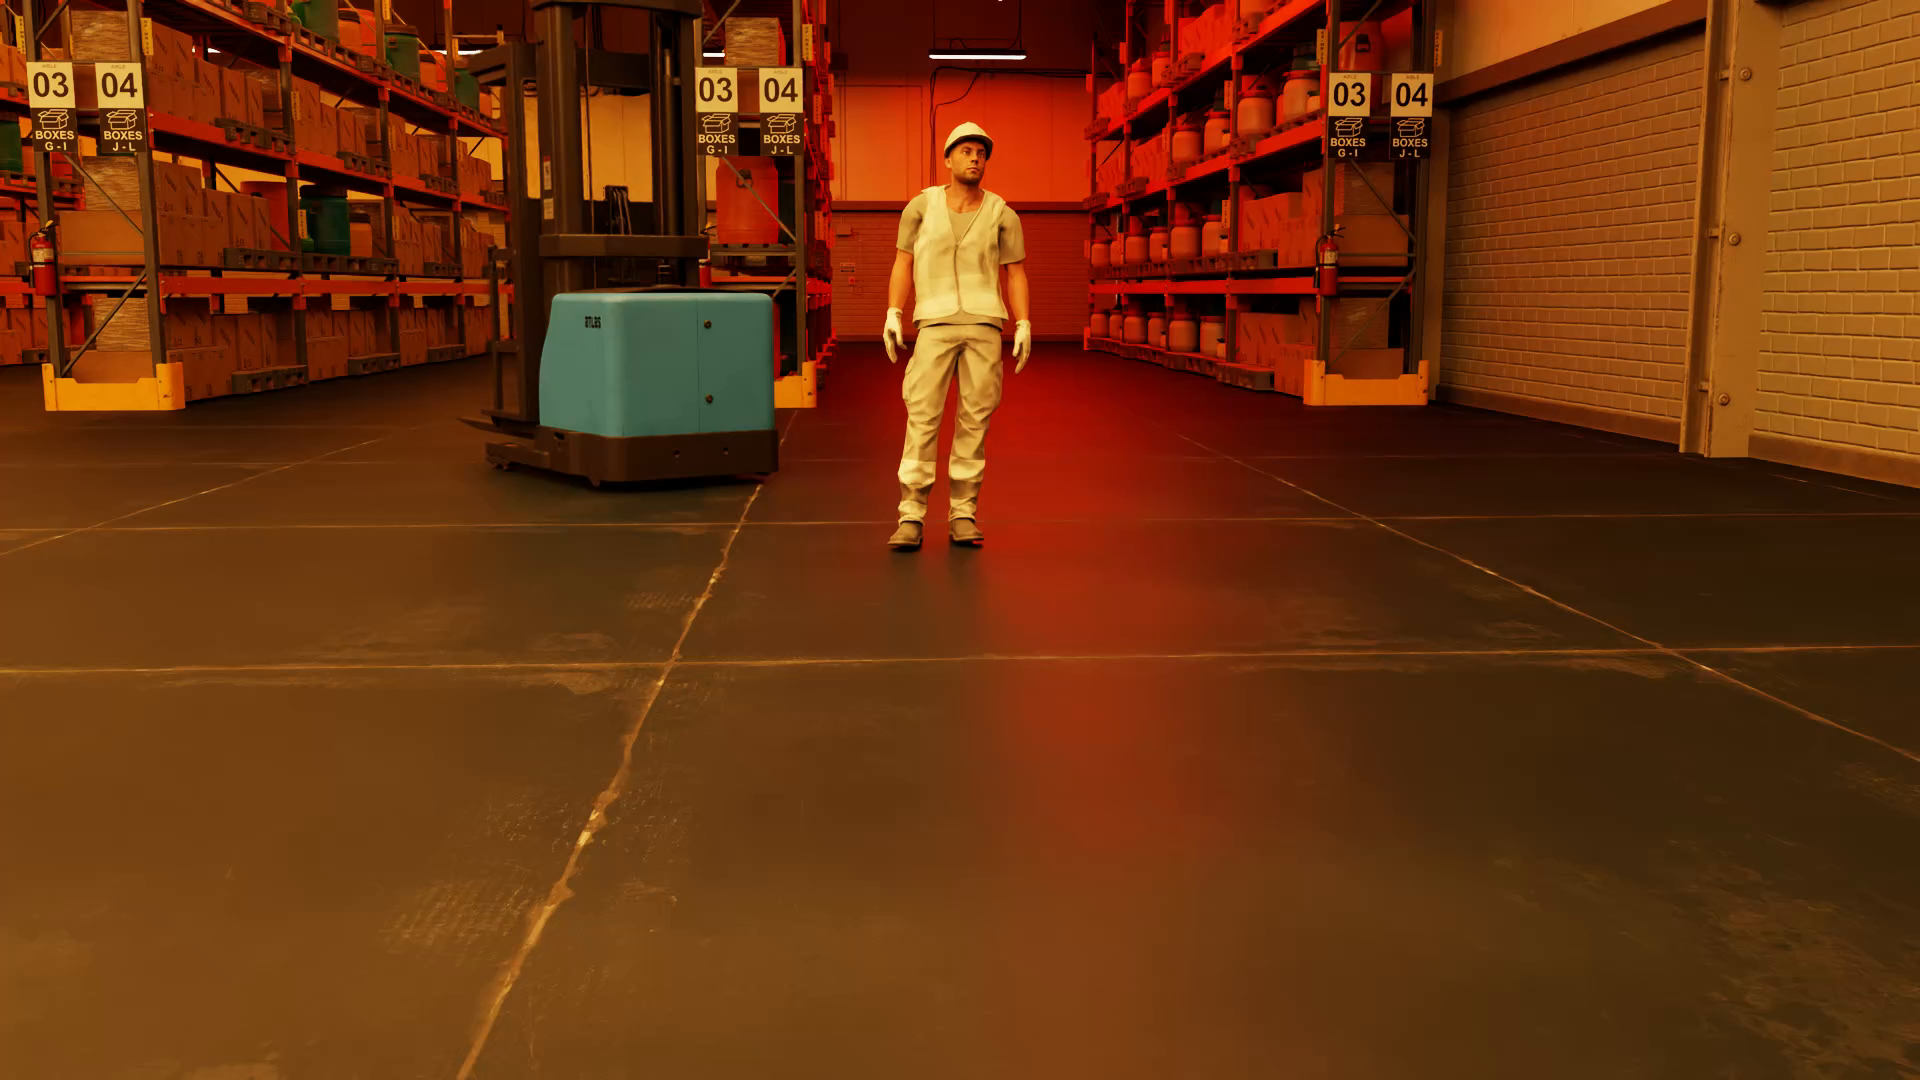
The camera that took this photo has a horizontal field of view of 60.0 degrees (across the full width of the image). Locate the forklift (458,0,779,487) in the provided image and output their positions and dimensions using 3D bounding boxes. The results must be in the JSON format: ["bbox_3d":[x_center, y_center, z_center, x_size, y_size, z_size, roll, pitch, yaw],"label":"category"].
[{"bbox_3d":[-2.294,-1.909,10.188,1.130,2.935,3.031,-6,10,-35],"label":"forklift"}]

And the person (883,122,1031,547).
[{"bbox_3d":[-0.008,-0.880,7.098,0.637,1.787,0.564,-1,8,-4],"label":"person"}]
